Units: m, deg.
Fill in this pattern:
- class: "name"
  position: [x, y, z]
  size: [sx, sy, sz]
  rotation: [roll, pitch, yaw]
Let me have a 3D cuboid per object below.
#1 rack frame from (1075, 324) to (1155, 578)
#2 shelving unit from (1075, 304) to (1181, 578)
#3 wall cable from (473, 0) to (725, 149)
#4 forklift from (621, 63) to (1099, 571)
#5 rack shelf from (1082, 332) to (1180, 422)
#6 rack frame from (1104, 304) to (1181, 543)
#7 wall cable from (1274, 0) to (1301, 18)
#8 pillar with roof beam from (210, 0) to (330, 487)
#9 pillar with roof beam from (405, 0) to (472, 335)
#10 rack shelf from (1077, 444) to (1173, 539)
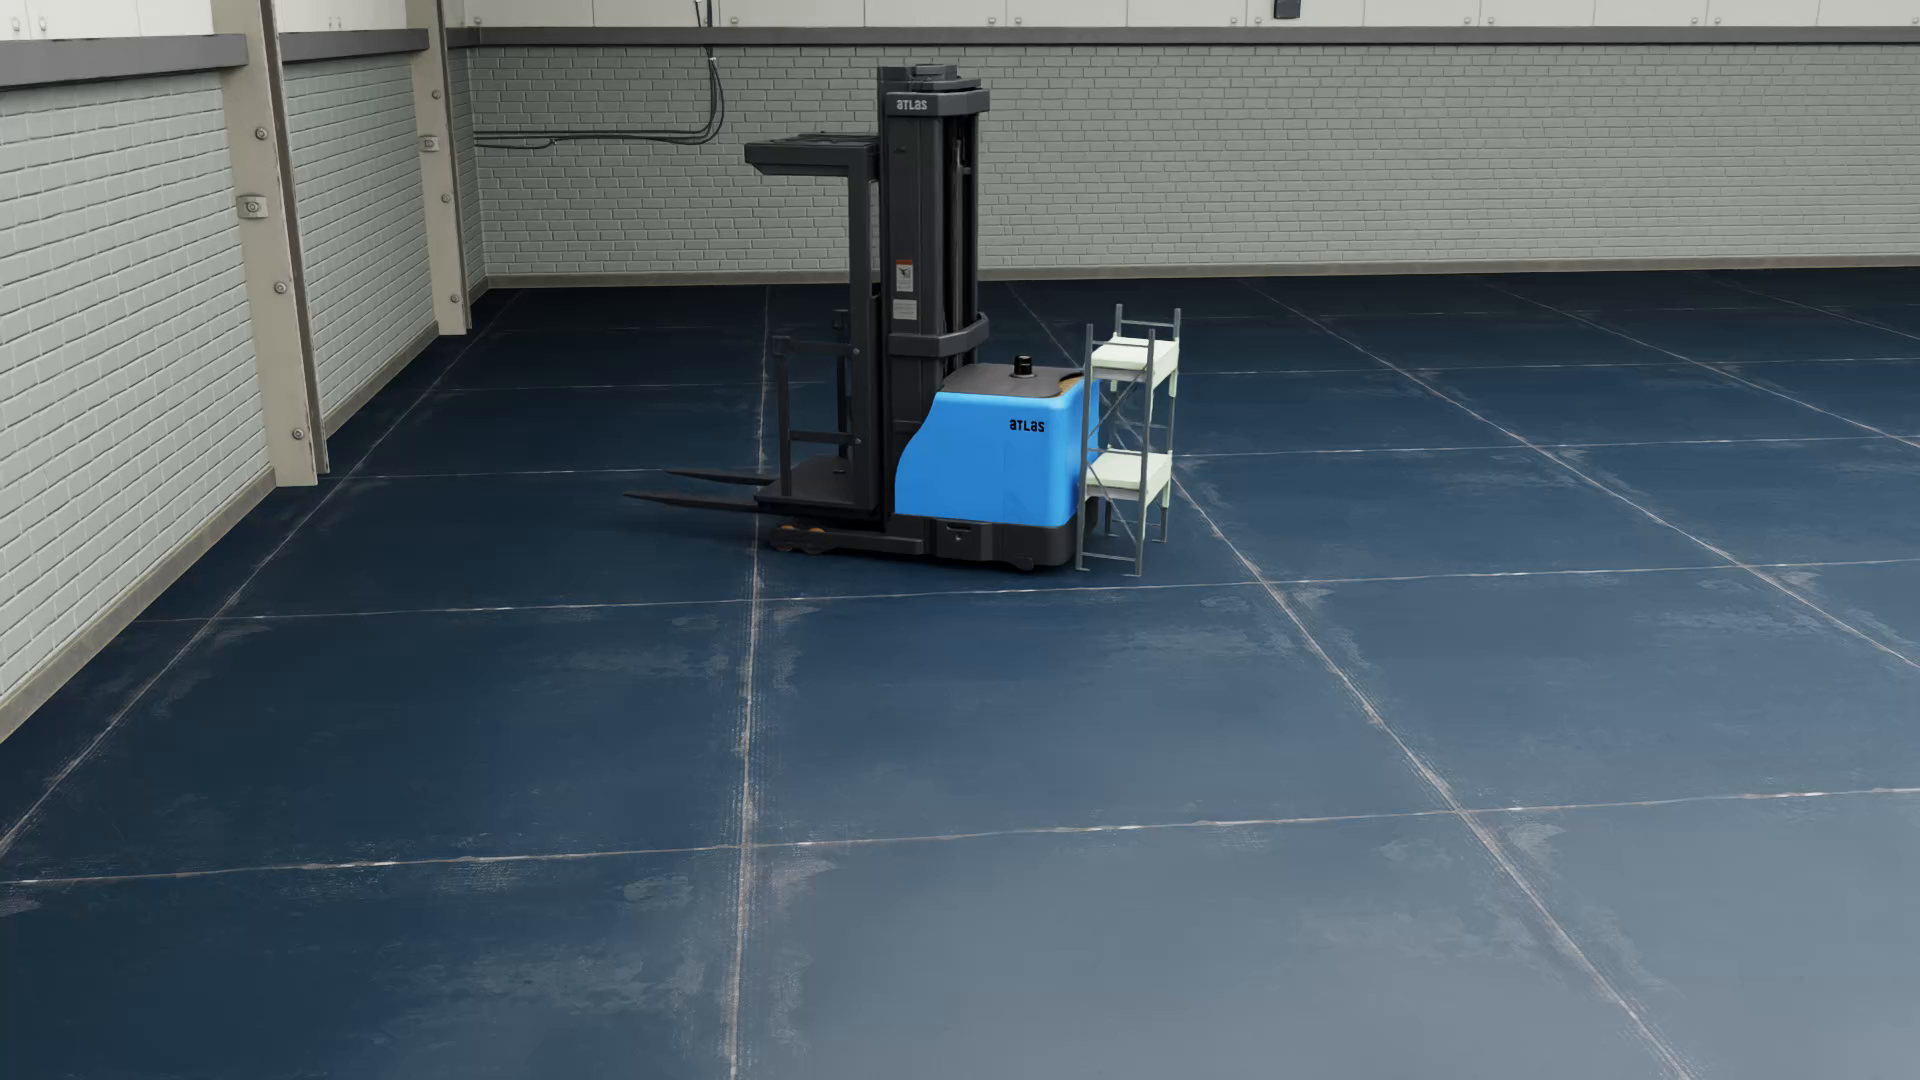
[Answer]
- class: "rack frame"
  position: [0.908, -0.513, 9.790]
  size: [0.400, 1.500, 0.023]
  rotation: [7, 19, 17]
- class: "shelving unit"
  position: [1.024, -0.617, 10.121]
  size: [0.431, 1.500, 0.755]
  rotation: [7, 19, 17]
- class: "wall cable"
  position: [-4.401, -5.963, 19.833]
  size: [3.097, 2.526, 0.112]
  rotation: [-2, 18, -6]
- class: "forklift"
  position: [-0.681, -1.451, 10.404]
  size: [3.031, 2.935, 1.130]
  rotation: [5, 18, 16]
- class: "rack shelf"
  position: [1.033, -0.988, 10.001]
  size: [0.431, 0.370, 0.720]
  rotation: [7, 19, 17]
- class: "rack frame"
  position: [1.141, -0.721, 10.452]
  size: [0.400, 1.500, 0.023]
  rotation: [7, 19, 17]
- class: "wall cable"
  position: [5.044, -9.356, 19.777]
  size: [2.305, 6.003, 0.169]
  rotation: [-2, 18, -6]
- class: "pillar with roof beam"
  position: [-0.511, -4.872, 11.171]
  size: [9.100, 9.000, 0.400]
  rotation: [-2, 18, -6]
- class: "pillar with roof beam"
  position: [-1.130, -6.659, 16.865]
  size: [9.100, 9.000, 0.400]
  rotation: [-2, 18, -6]
- class: "rack shelf"
  position: [1.017, -0.307, 10.221]
  size: [0.431, 0.370, 0.720]
  rotation: [7, 19, 17]
